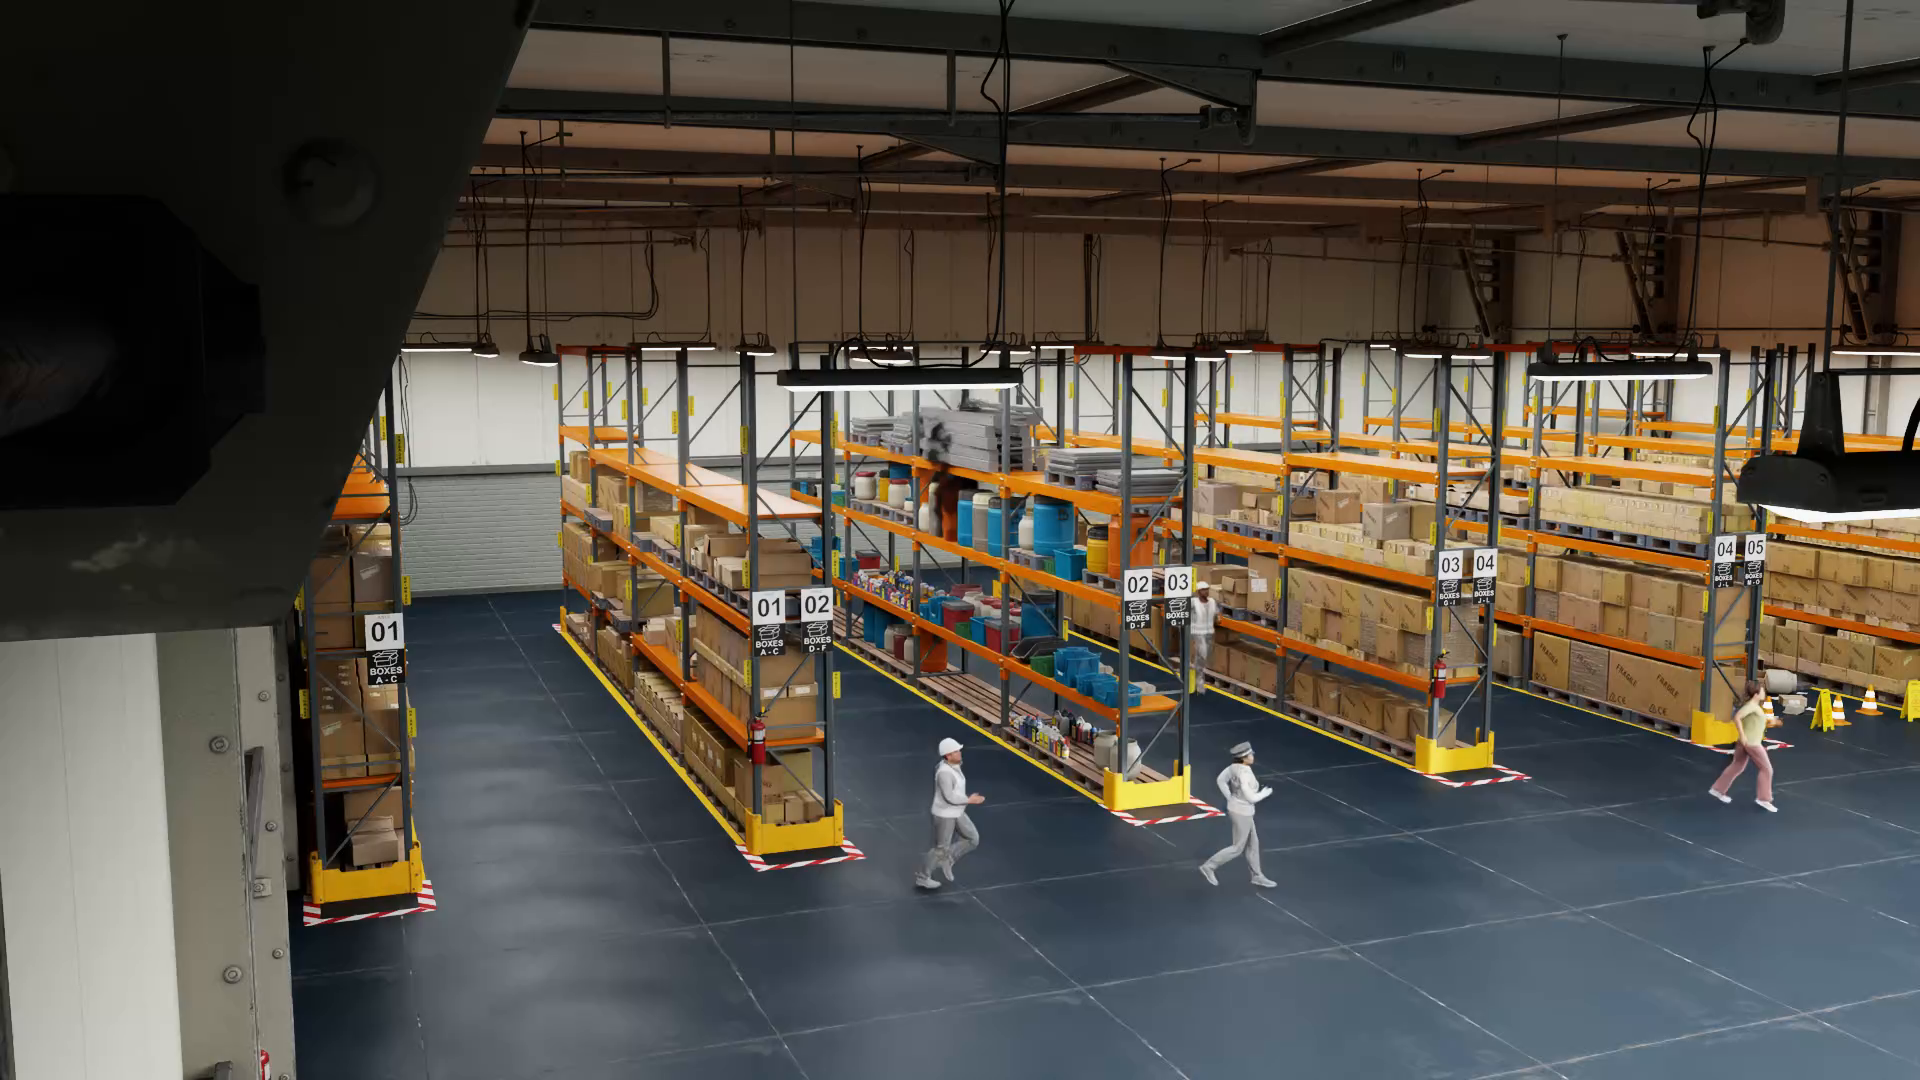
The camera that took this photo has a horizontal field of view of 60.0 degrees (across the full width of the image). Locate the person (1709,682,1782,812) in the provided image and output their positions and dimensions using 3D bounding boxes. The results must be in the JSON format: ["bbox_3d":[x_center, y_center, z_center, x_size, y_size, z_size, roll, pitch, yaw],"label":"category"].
[{"bbox_3d":[10.365,2.715,21.918,0.843,1.715,0.547,2,7,13],"label":"person"}]

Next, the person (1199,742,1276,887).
[{"bbox_3d":[3.143,3.098,18.744,0.898,1.687,0.631,0,7,-3],"label":"person"}]

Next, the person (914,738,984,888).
[{"bbox_3d":[-0.102,3.072,18.811,0.806,1.727,0.674,2,7,14],"label":"person"}]

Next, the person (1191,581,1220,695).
[{"bbox_3d":[4.086,1.634,27.935,0.656,1.881,0.716,-4,8,-30],"label":"person"}]
